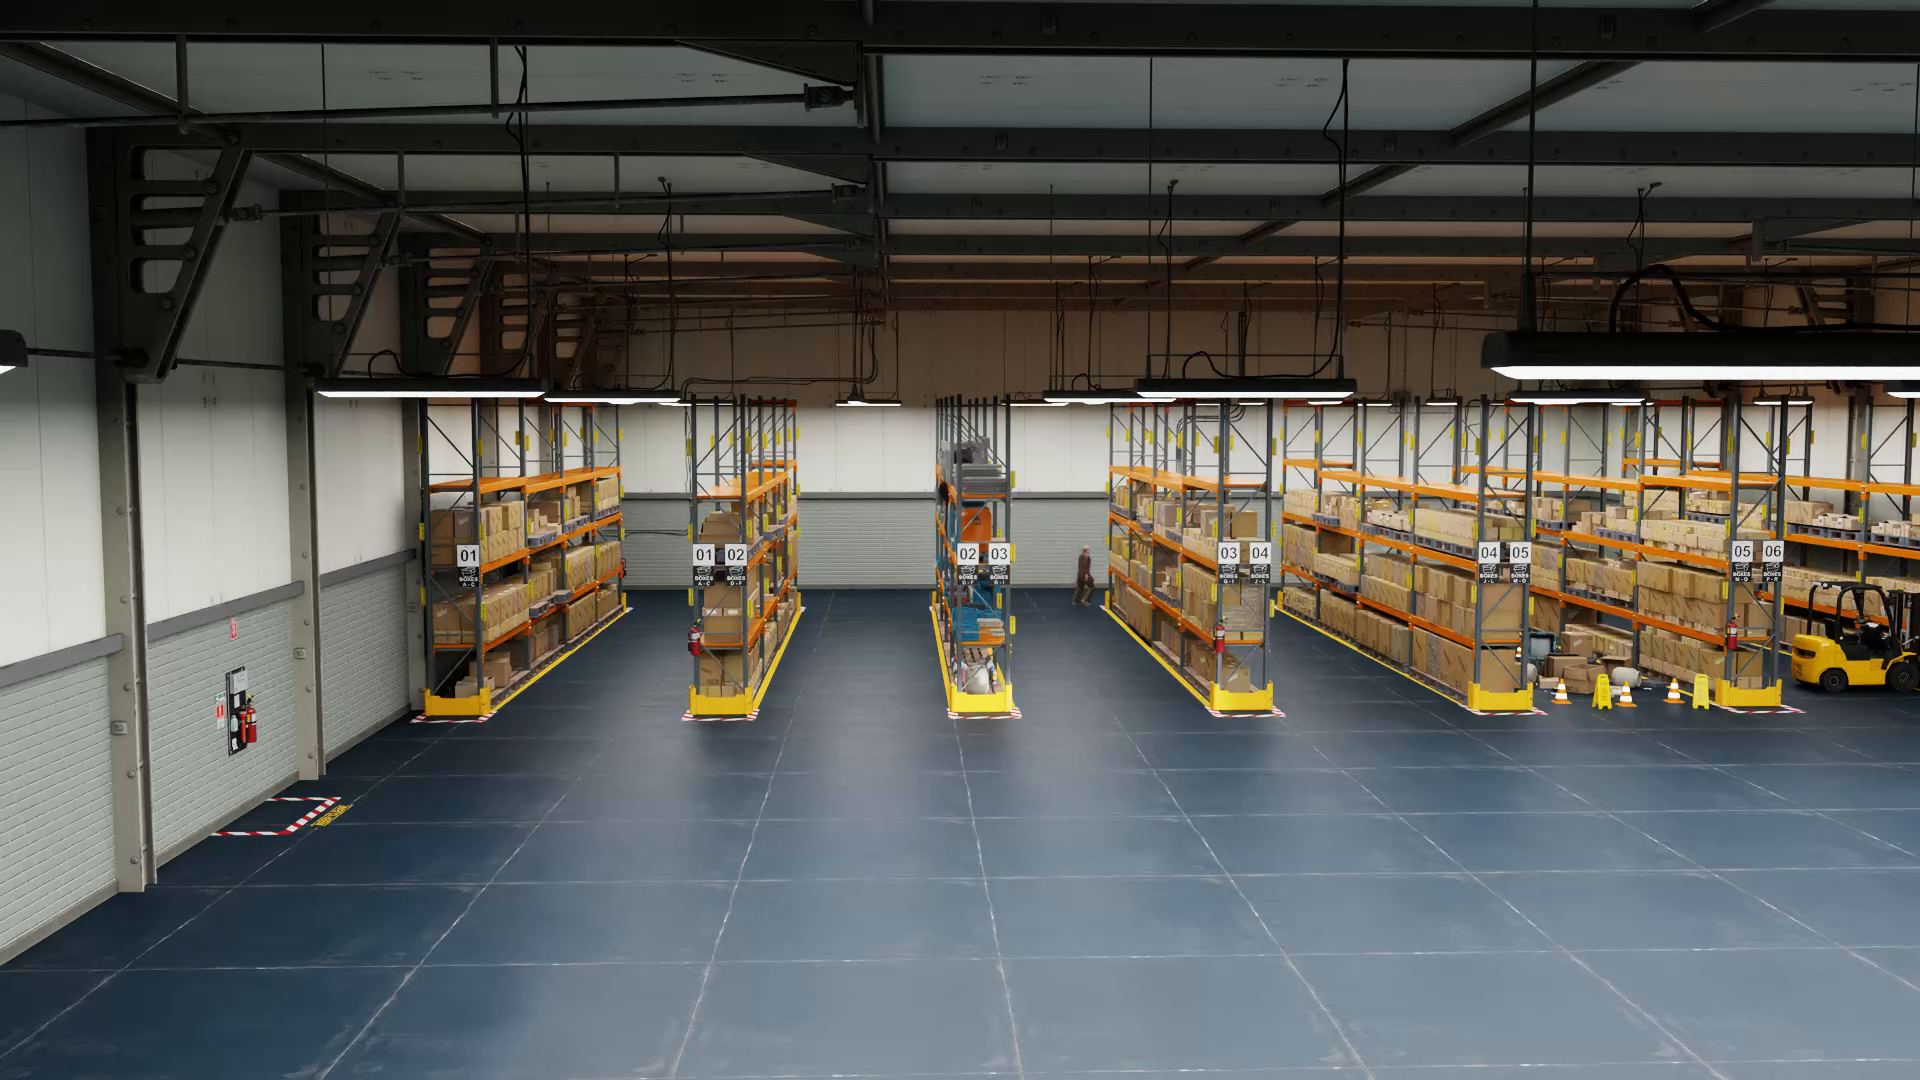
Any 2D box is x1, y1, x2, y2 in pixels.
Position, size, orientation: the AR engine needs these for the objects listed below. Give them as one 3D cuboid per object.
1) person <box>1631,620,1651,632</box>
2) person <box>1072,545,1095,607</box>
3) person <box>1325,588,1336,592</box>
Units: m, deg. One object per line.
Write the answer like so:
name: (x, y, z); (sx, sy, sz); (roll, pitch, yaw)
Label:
person: (16.687, 1.719, 40.574); (0.573, 1.626, 0.940); (-1, 5, -6)
person: (3.585, 1.058, 48.268); (0.701, 1.806, 0.666); (-2, 5, -28)
person: (10.979, 1.069, 48.367); (0.801, 1.724, 0.687); (1, 5, 17)
